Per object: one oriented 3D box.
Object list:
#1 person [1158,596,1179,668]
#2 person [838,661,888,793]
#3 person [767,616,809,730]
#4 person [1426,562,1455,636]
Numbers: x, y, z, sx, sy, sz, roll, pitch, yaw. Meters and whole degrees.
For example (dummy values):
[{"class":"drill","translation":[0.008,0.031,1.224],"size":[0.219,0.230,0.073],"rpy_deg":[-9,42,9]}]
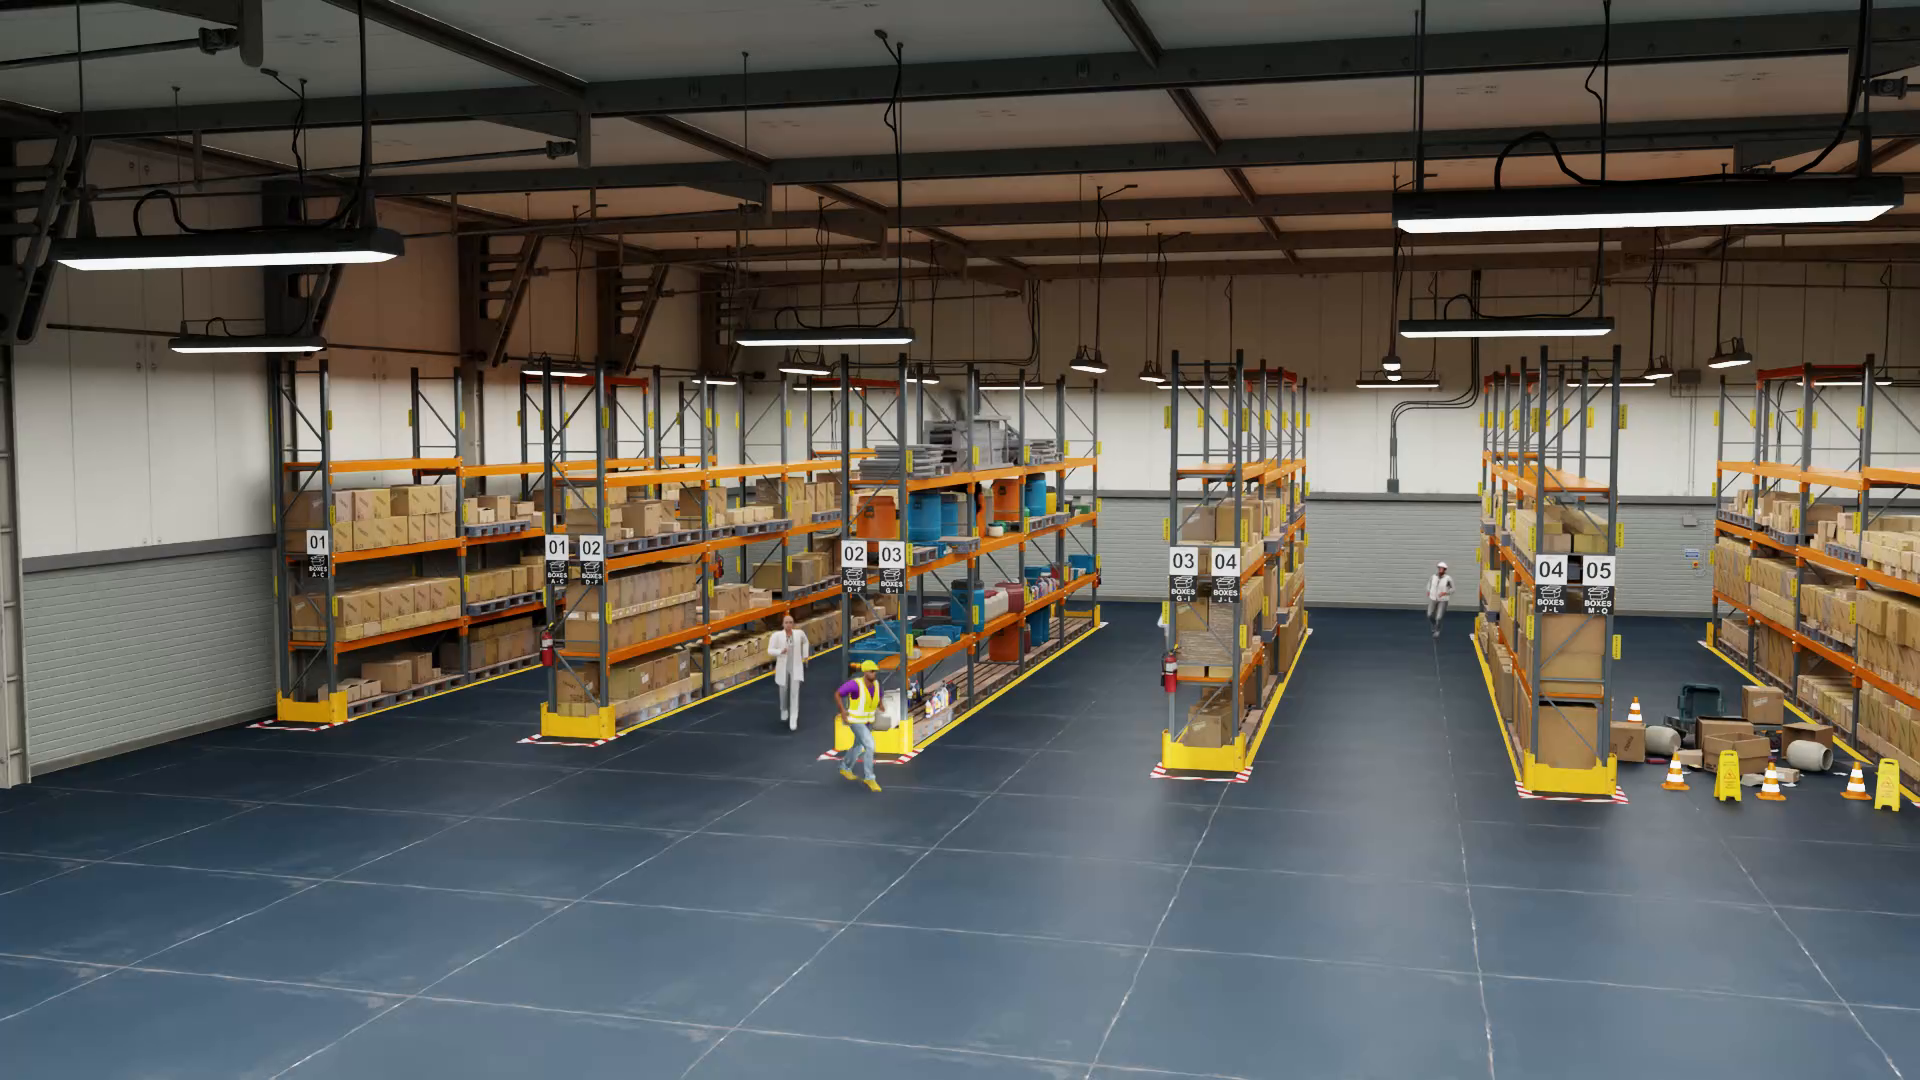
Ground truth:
[{"class":"person","translation":[4.074,1.860,31.668],"size":[0.618,1.680,0.925],"rpy_deg":[1,4,9]},{"class":"person","translation":[-1.317,2.508,22.633],"size":[0.952,1.771,0.717],"rpy_deg":[4,6,44]},{"class":"person","translation":[-2.802,2.131,27.162],"size":[0.689,1.797,1.033],"rpy_deg":[-1,4,-9]},{"class":"person","translation":[11.054,1.370,38.388],"size":[0.689,1.729,0.542],"rpy_deg":[3,5,37]}]
